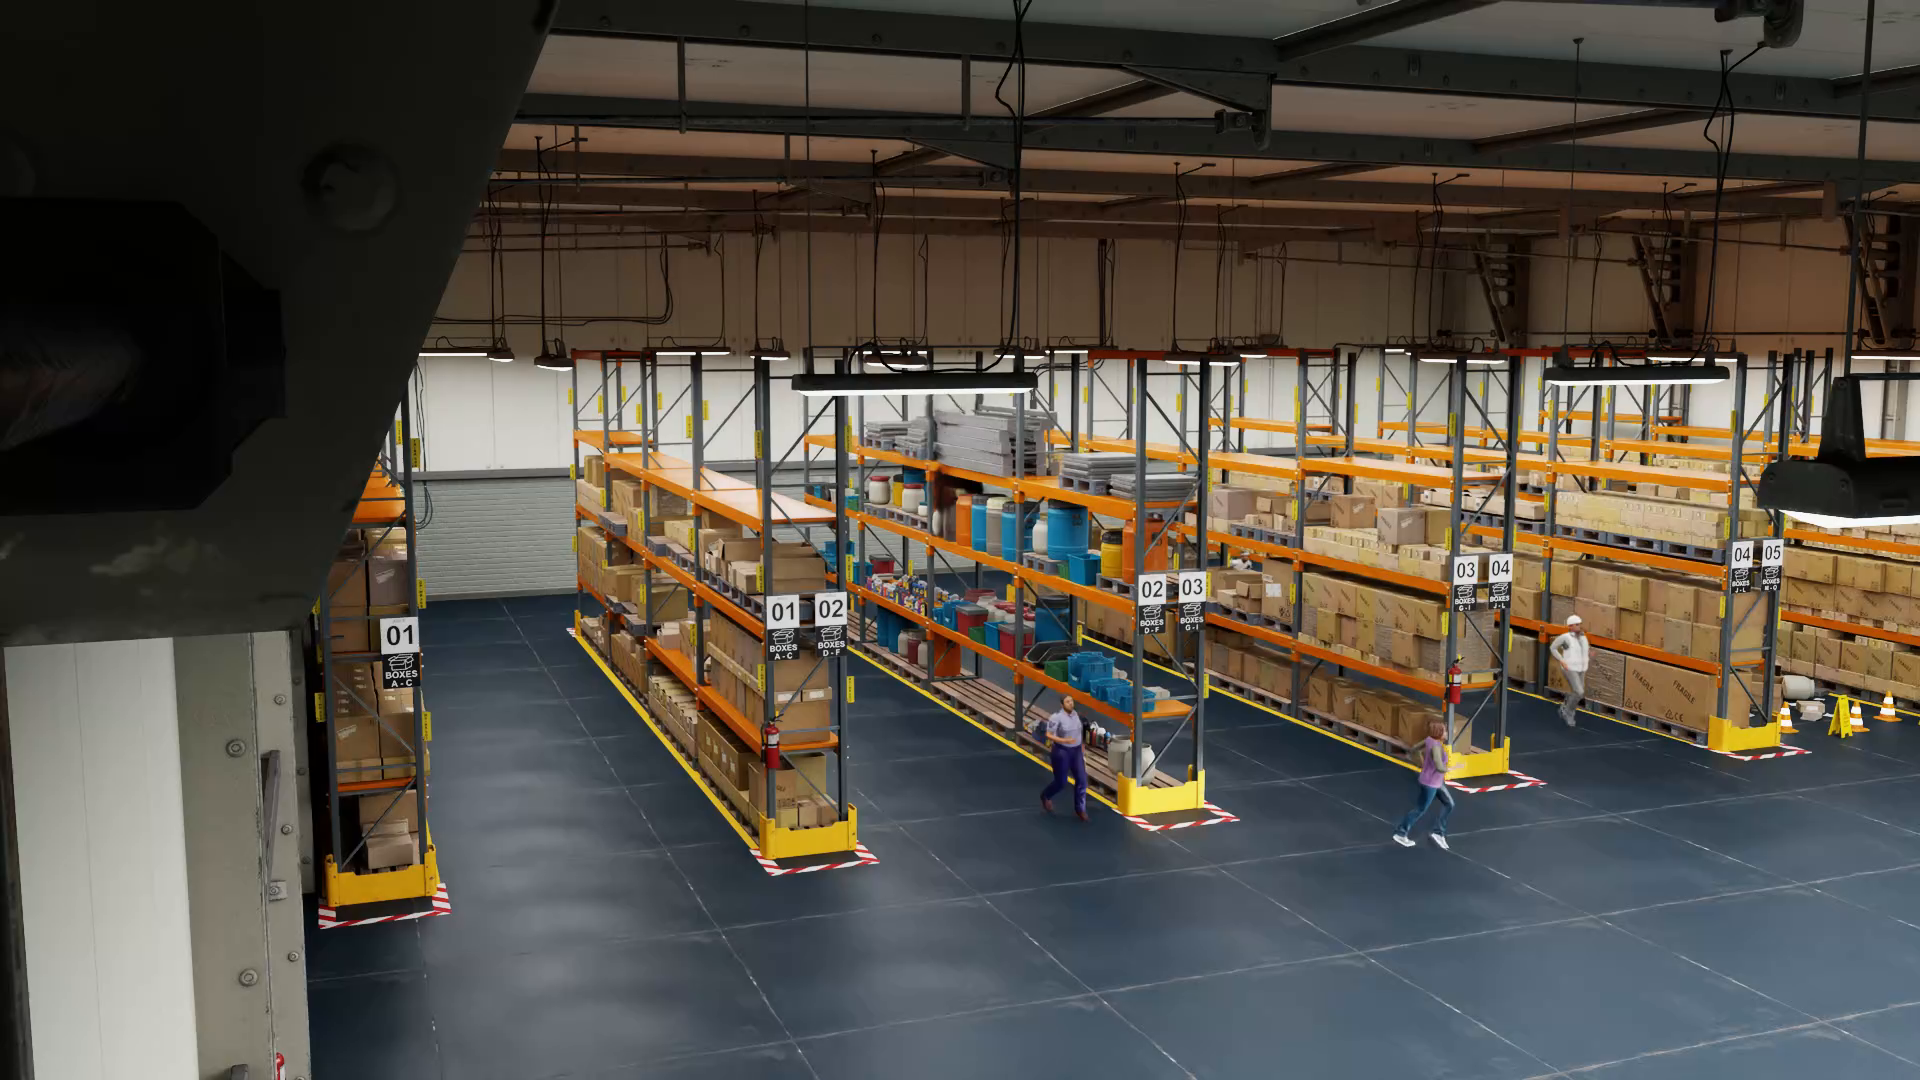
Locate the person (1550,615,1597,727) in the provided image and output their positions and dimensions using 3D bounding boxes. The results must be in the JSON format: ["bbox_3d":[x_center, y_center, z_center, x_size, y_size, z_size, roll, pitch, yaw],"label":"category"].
[{"bbox_3d":[9.962,2.123,26.915,0.638,1.803,0.688,-4,8,-27],"label":"person"}]

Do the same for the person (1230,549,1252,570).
[{"bbox_3d":[6.119,0.979,36.480,0.564,1.607,0.837,-4,8,-32],"label":"person"}]

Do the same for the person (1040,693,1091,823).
[{"bbox_3d":[1.372,2.831,21.750,0.612,1.683,0.783,-5,9,-34],"label":"person"}]

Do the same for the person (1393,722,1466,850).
[{"bbox_3d":[5.755,3.013,20.392,0.830,1.619,0.546,2,7,12],"label":"person"}]
